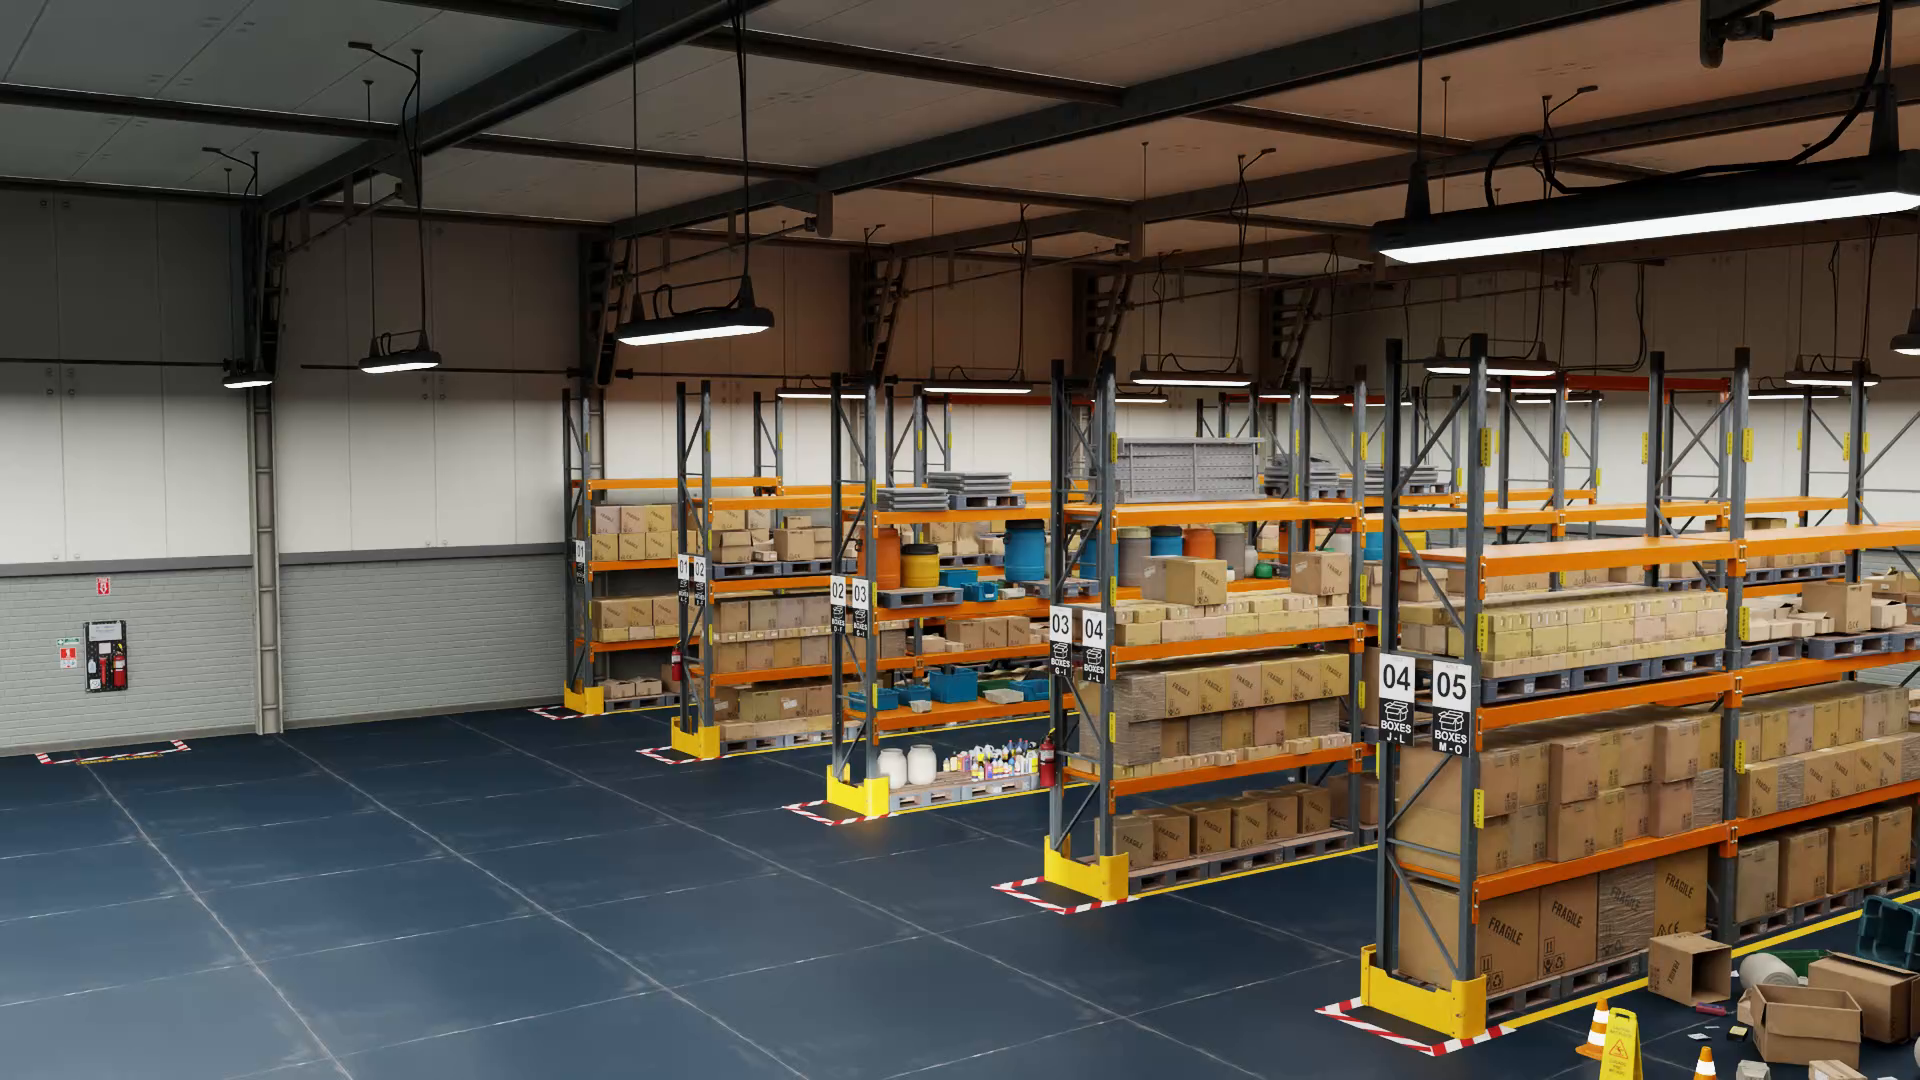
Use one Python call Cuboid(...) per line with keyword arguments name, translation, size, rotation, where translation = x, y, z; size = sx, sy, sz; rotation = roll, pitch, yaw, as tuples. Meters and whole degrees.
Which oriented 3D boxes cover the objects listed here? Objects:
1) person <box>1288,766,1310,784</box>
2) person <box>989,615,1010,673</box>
Cuboid(name="person", translation=(4.962, 2.732, 24.423), size=(0.437, 1.803, 0.589), rotation=(1, 4, 16))
Cuboid(name="person", translation=(0.851, 2.267, 32.974), size=(0.796, 1.537, 0.479), rotation=(-3, 5, -39))
